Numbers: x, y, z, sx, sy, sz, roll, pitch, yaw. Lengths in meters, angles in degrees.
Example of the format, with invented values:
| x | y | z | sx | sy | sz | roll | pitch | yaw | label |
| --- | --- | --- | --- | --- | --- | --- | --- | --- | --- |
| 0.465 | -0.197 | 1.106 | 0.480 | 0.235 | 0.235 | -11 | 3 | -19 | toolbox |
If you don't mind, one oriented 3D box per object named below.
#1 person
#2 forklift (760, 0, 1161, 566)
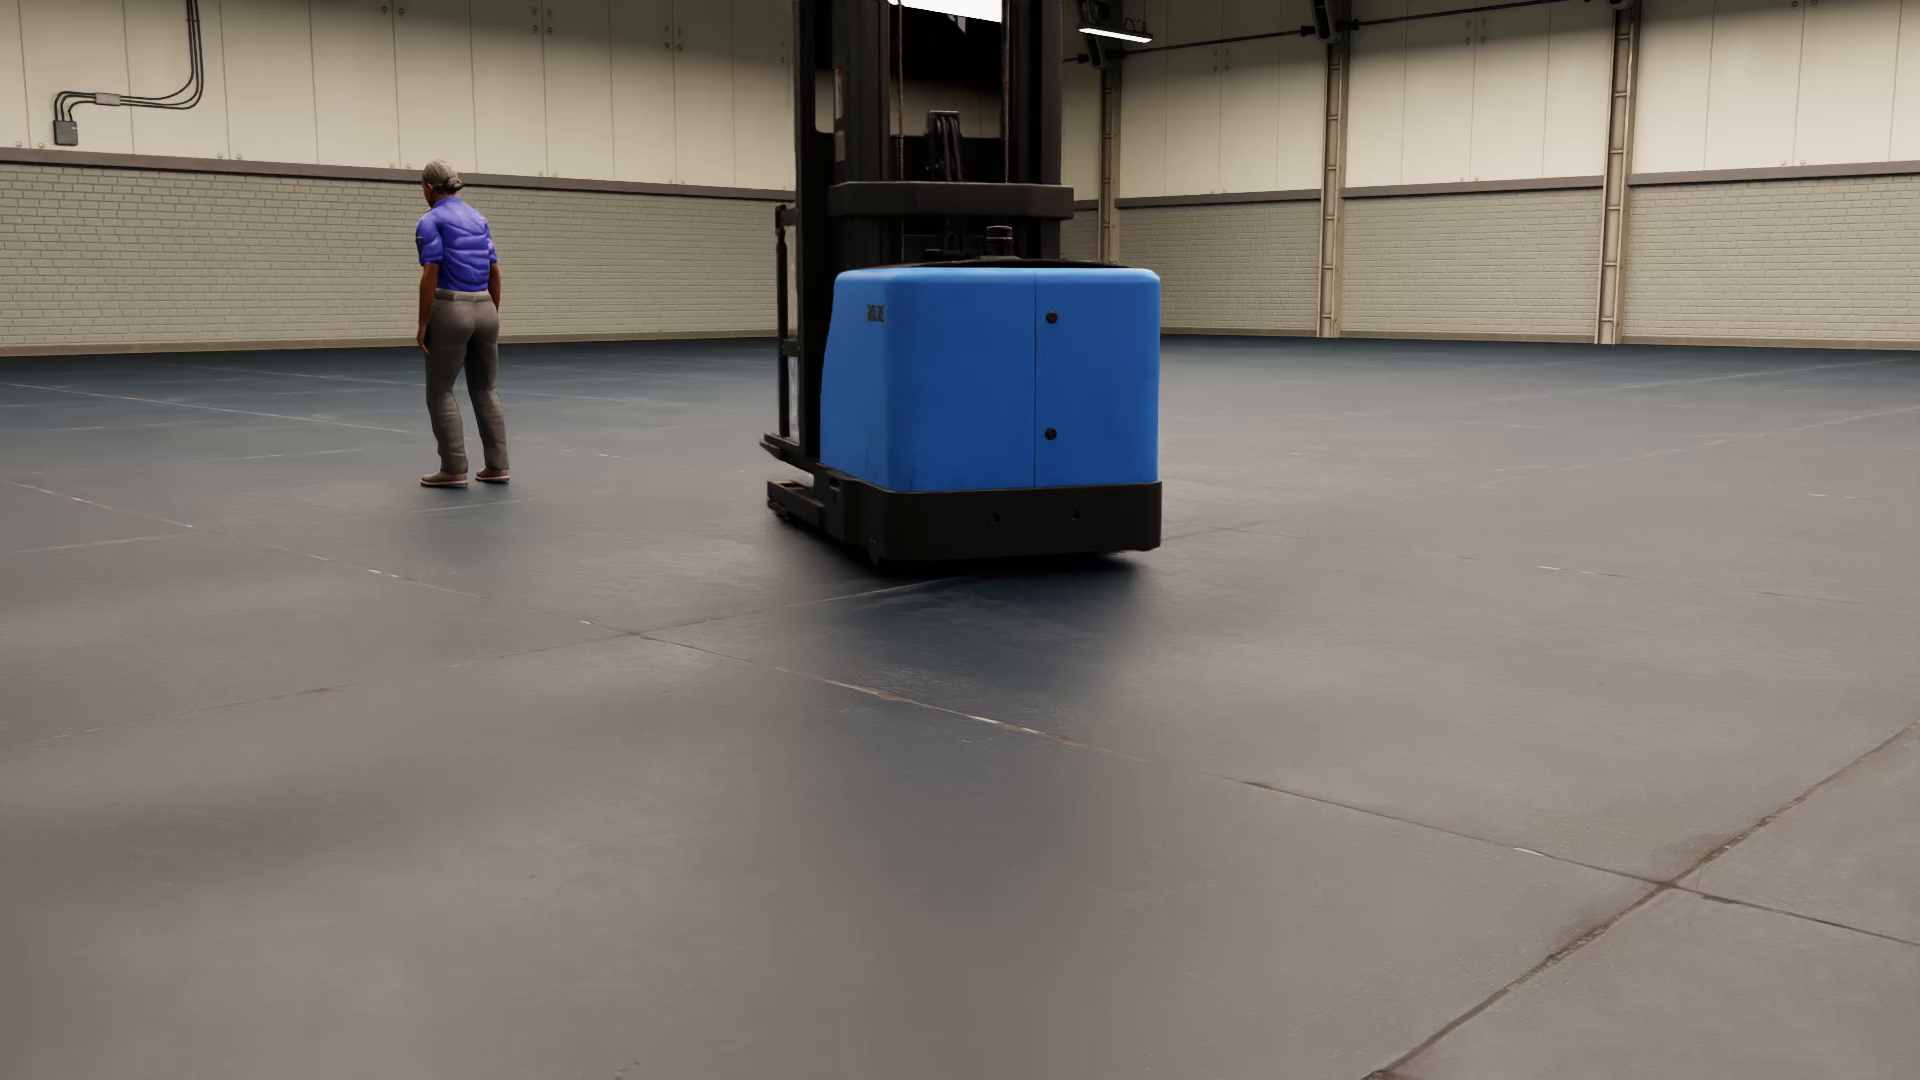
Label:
| x | y | z | sx | sy | sz | roll | pitch | yaw | label |
| --- | --- | --- | --- | --- | --- | --- | --- | --- | --- |
| -2.559 | -1.098 | 8.510 | 0.351 | 1.639 | 0.519 | 6 | 11 | 35 | person |
| -0.221 | -1.537 | 7.081 | 1.130 | 2.935 | 3.031 | -3 | 9 | -19 | forklift |
